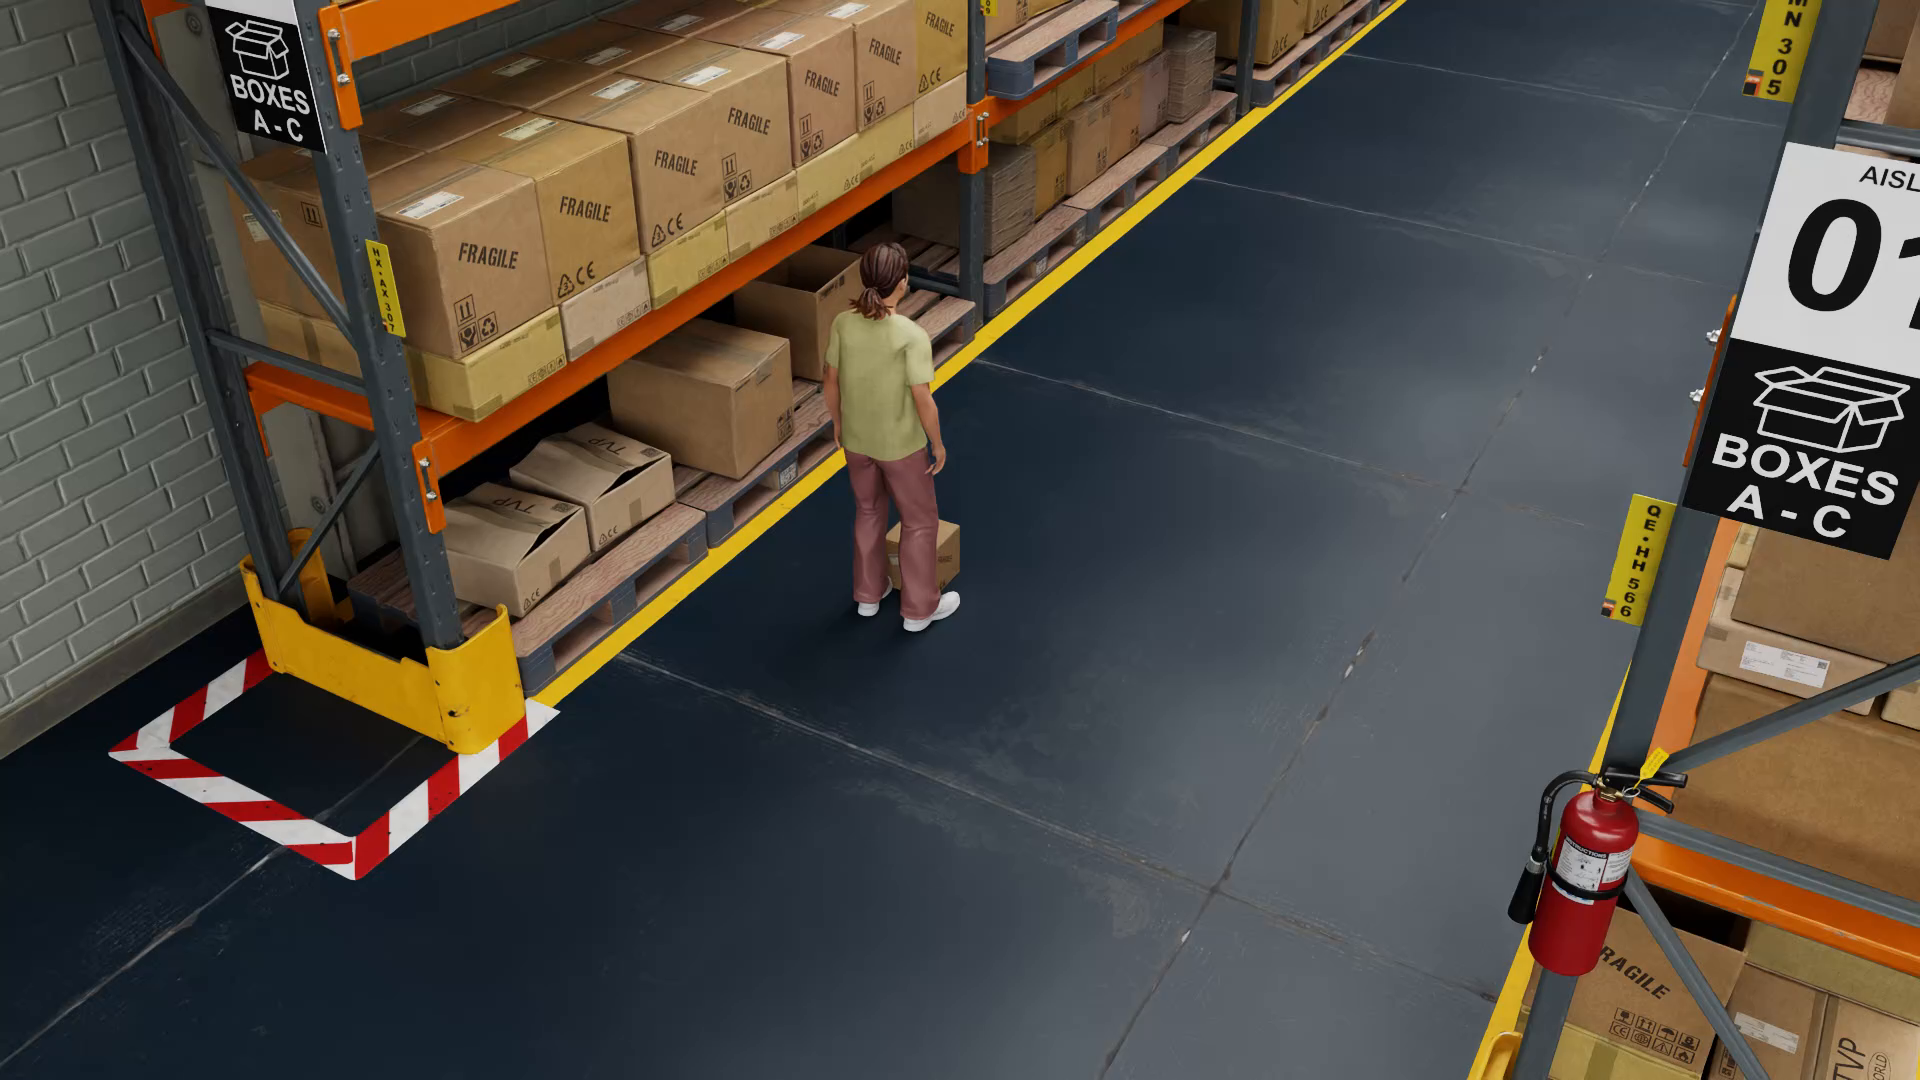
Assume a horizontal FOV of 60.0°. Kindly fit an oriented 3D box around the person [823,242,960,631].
[{"bbox_3d":[-0.290,-0.401,6.733,0.517,1.673,0.357,16,38,22],"label":"person"}]
